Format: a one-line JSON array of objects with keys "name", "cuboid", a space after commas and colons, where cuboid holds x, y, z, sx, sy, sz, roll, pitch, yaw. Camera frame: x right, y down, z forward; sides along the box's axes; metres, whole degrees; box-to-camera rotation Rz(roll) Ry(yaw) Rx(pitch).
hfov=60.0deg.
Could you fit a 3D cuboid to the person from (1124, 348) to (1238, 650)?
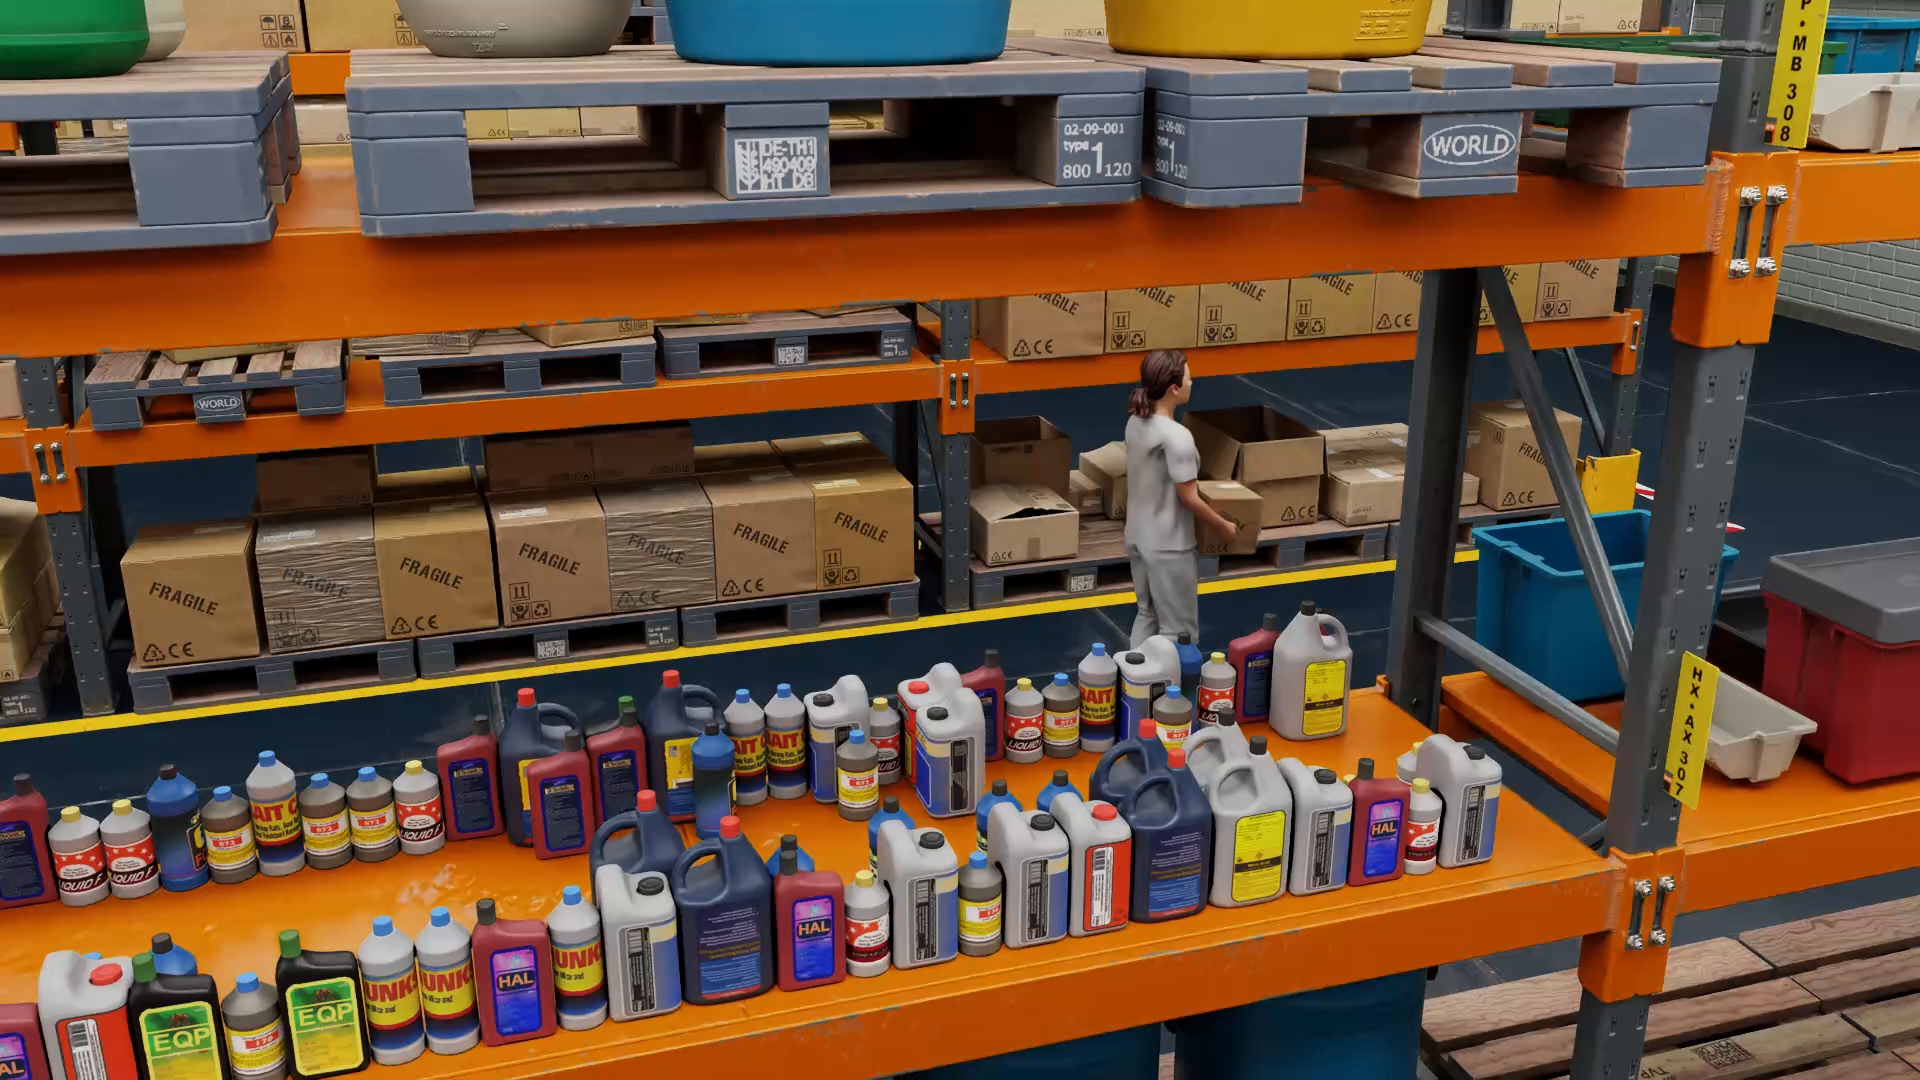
[{"name": "person", "cuboid": [0.910, 0.010, 7.037, 0.490, 1.675, 0.463, -6, 20, -18]}]
